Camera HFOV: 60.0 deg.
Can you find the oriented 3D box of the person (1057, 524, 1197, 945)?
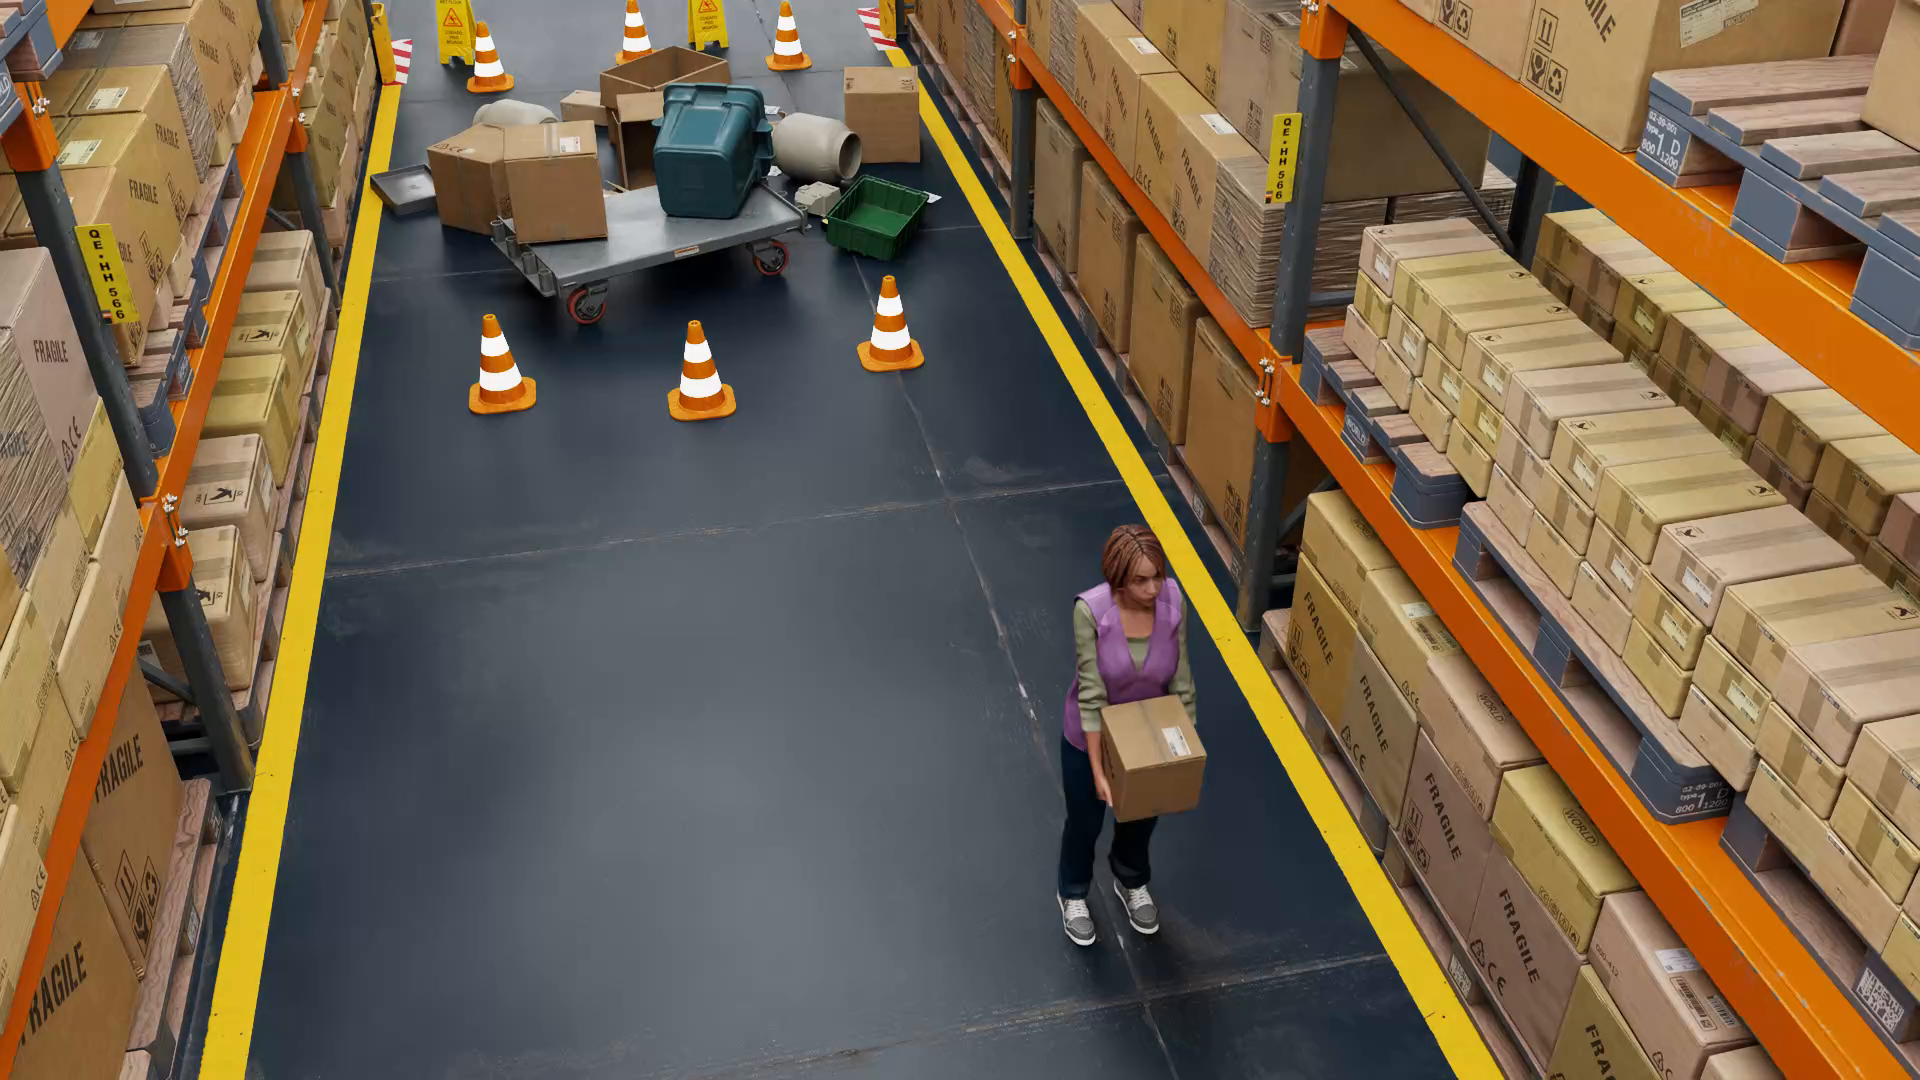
[{"bbox_3d":[0.524,0.660,5.209,0.375,1.598,0.503,-8,36,-12],"label":"person"}]
